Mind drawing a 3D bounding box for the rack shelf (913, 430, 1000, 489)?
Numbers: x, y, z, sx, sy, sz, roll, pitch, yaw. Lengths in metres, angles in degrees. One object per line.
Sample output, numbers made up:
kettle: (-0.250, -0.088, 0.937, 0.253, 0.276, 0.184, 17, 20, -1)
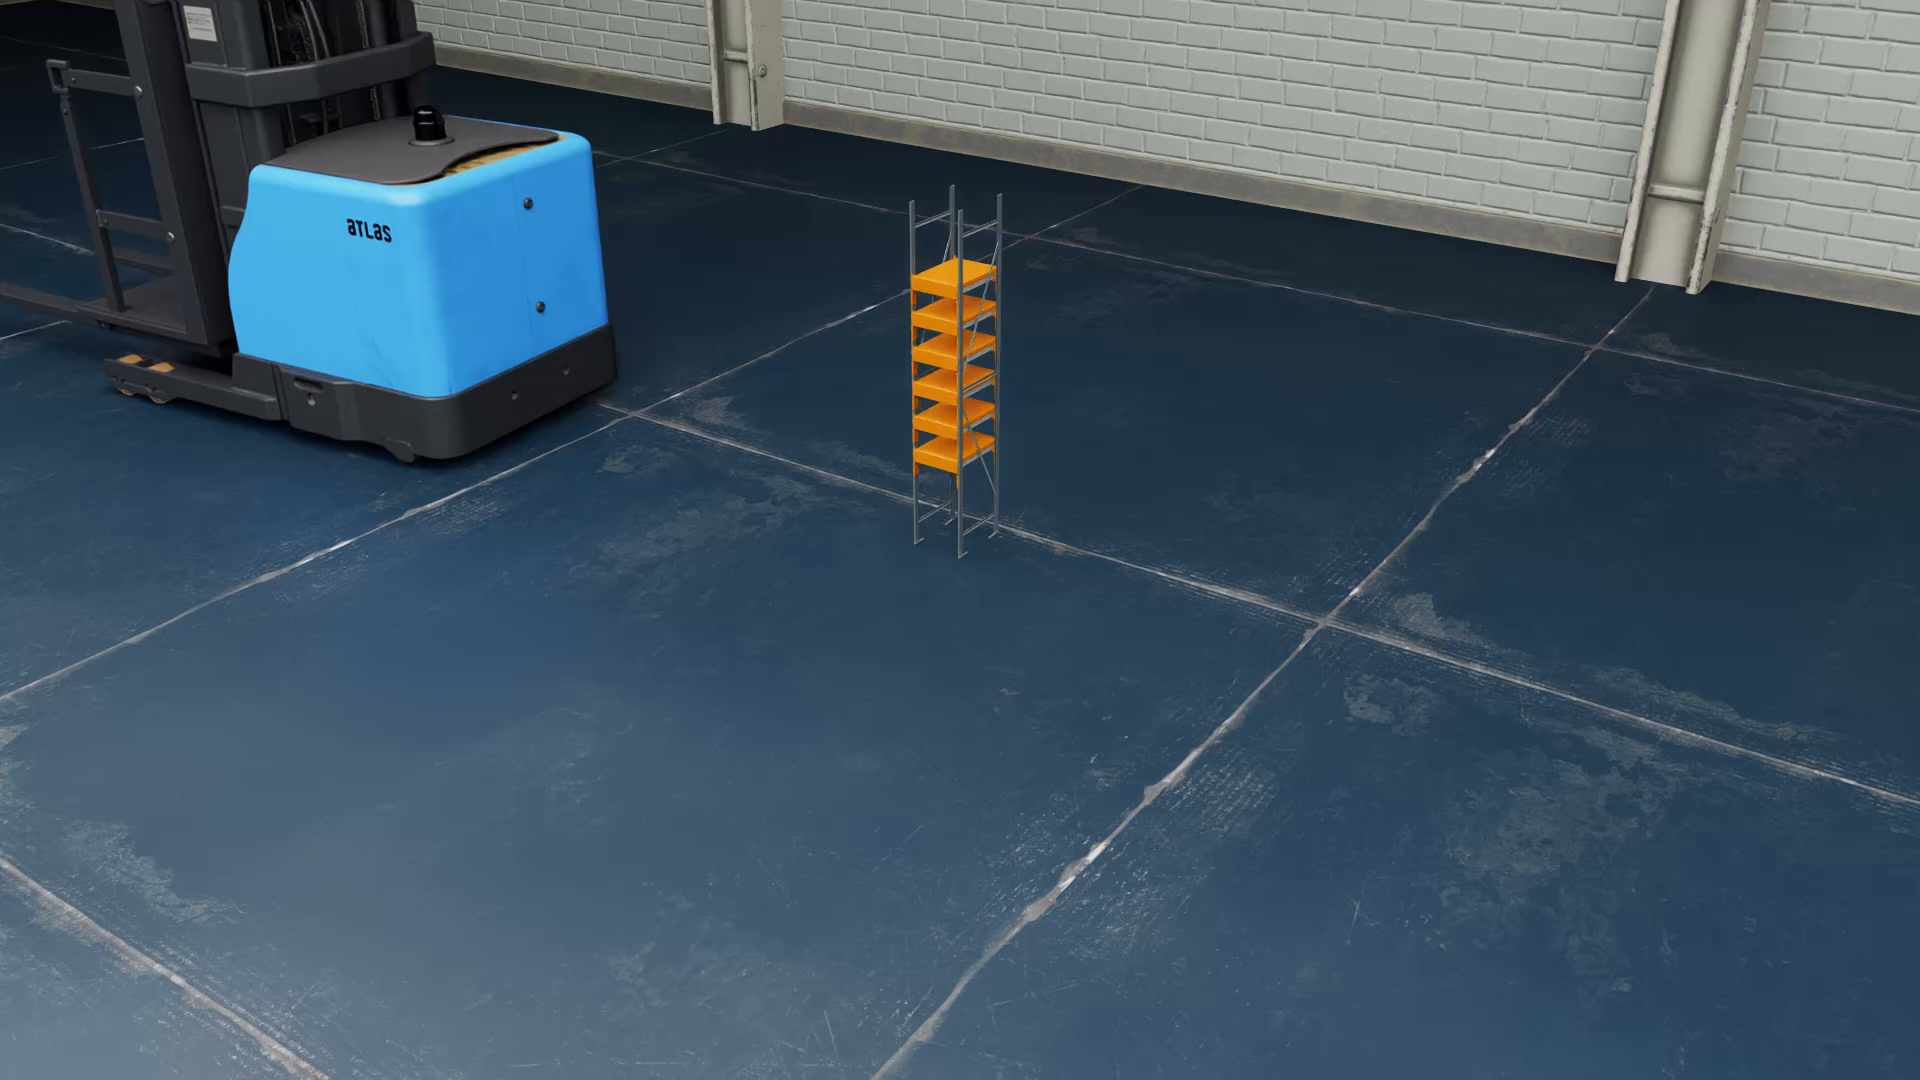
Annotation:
rack shelf: (-0.012, -0.285, 5.614, 0.180, 0.103, 0.258, 17, 32, 30)

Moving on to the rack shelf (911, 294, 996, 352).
rack shelf: (-0.012, -0.713, 5.396, 0.180, 0.103, 0.258, 17, 32, 30)

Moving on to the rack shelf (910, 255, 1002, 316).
rack shelf: (-0.012, -0.820, 5.342, 0.180, 0.103, 0.258, 17, 32, 30)

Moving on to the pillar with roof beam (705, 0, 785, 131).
pillar with roof beam: (-3.869, -5.245, 6.134, 0.400, 9.000, 9.100, 17, 32, 30)

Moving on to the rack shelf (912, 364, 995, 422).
rack shelf: (-0.012, -0.499, 5.505, 0.180, 0.103, 0.258, 17, 32, 30)

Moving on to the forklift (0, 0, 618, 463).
forklift: (-2.971, -2.061, 6.569, 3.031, 2.935, 1.130, 14, 30, 25)

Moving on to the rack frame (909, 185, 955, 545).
rack frame: (-0.087, -0.562, 5.531, 0.006, 1.200, 0.240, 17, 32, 30)

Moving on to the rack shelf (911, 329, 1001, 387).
rack shelf: (-0.012, -0.606, 5.451, 0.180, 0.103, 0.258, 17, 32, 30)

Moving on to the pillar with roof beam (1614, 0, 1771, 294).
pillar with roof beam: (1.077, -3.704, 3.106, 0.400, 9.000, 9.100, 17, 32, 30)

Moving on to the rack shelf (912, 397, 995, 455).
rack shelf: (-0.012, -0.392, 5.560, 0.180, 0.103, 0.258, 17, 32, 30)

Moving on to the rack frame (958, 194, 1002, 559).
rack frame: (0.063, -0.515, 5.439, 0.006, 1.200, 0.240, 17, 32, 30)

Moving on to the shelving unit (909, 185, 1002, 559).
shelving unit: (-0.012, -0.538, 5.485, 0.189, 1.200, 0.258, 17, 32, 30)
